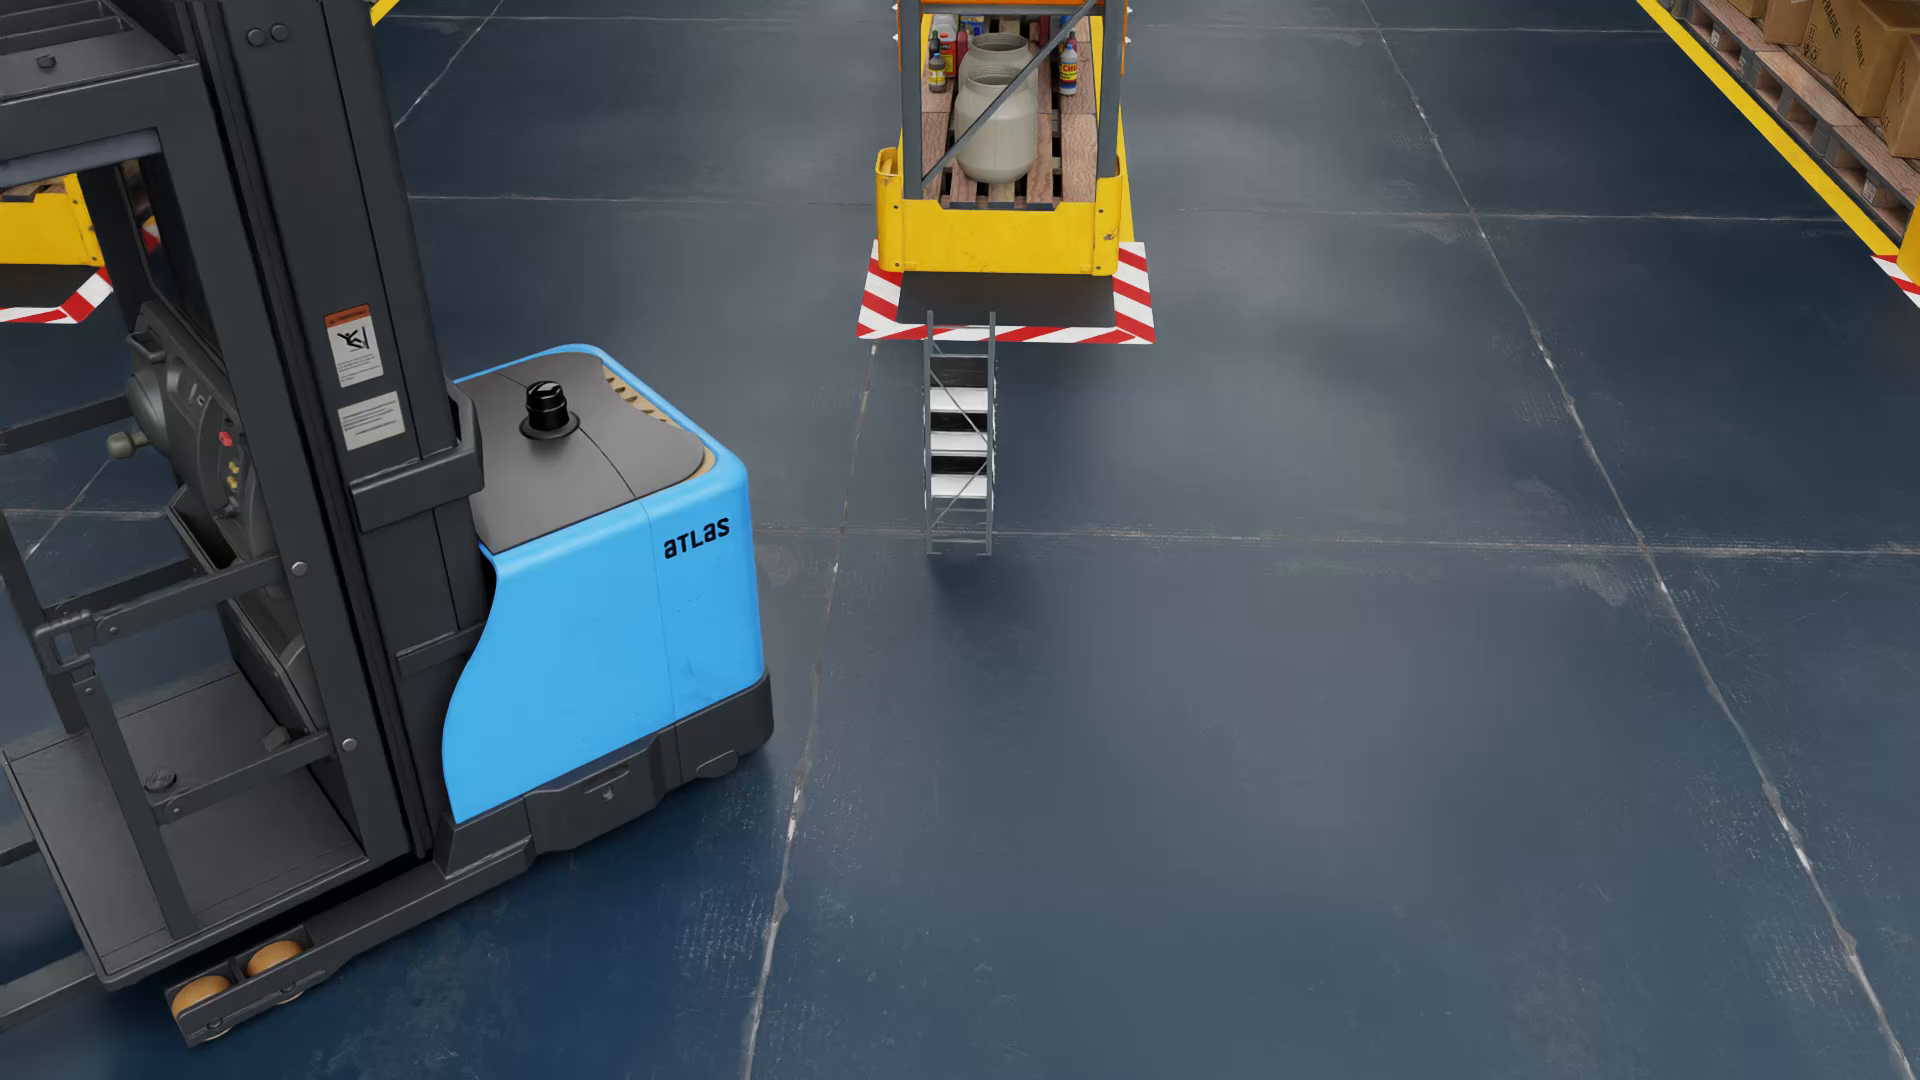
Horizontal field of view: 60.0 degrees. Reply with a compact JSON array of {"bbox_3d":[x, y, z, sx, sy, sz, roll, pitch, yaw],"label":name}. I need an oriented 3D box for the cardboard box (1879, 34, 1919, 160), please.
[{"bbox_3d":[5.213,-2.314,8.743,0.500,0.500,0.500,10,36,14],"label":"cardboard box"}]

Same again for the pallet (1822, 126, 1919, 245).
[{"bbox_3d":[5.253,-1.831,8.672,1.003,0.211,1.213,1,35,2],"label":"pallet"}]

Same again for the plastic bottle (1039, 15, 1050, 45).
[{"bbox_3d":[0.518,-3.180,10.146,0.061,0.283,0.133,1,35,2],"label":"plastic bottle"}]

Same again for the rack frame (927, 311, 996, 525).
[{"bbox_3d":[0.004,-0.431,6.081,0.240,0.900,0.006,1,35,2],"label":"rack frame"}]

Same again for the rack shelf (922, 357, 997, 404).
[{"bbox_3d":[0.000,-0.566,5.862,0.258,0.077,0.200,1,35,2],"label":"rack shelf"}]

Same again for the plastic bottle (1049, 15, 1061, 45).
[{"bbox_3d":[0.625,-3.175,10.145,0.152,0.276,0.135,2,35,3],"label":"plastic bottle"}]

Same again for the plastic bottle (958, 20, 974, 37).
[{"bbox_3d":[0.037,-3.019,9.988,0.097,0.201,0.097,0,35,0],"label":"plastic bottle"}]

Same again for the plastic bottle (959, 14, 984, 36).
[{"bbox_3d":[0.071,-3.145,10.103,0.152,0.276,0.135,1,35,2],"label":"plastic bottle"}]

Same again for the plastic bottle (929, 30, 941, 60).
[{"bbox_3d":[-0.145,-2.779,9.575,0.061,0.283,0.133,2,35,3],"label":"plastic bottle"}]

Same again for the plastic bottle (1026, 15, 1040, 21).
[{"bbox_3d":[0.499,-3.443,10.526,0.152,0.276,0.135,1,35,2],"label":"plastic bottle"}]

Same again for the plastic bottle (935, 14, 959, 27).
[{"bbox_3d":[-0.078,-3.165,10.065,0.144,0.351,0.185,1,35,2],"label":"plastic bottle"}]

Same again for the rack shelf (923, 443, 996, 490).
[{"bbox_3d":[0.000,-0.272,6.069,0.258,0.077,0.200,1,35,2],"label":"rack shelf"}]

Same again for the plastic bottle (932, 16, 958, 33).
[{"bbox_3d":[-0.088,-2.932,9.799,0.152,0.276,0.135,0,35,1],"label":"plastic bottle"}]

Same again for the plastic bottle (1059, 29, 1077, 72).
[{"bbox_3d":[0.631,-2.872,9.718,0.097,0.271,0.097,0,35,0],"label":"plastic bottle"}]

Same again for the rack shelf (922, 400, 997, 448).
[{"bbox_3d":[0.000,-0.419,5.965,0.258,0.077,0.200,1,35,2],"label":"rack shelf"}]

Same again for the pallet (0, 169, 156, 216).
[{"bbox_3d":[-4.727,-1.993,8.902,1.003,0.211,1.213,1,35,2],"label":"pallet"}]

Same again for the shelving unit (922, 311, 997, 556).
[{"bbox_3d":[0.000,-0.373,5.998,0.258,0.900,0.210,1,35,2],"label":"shelving unit"}]

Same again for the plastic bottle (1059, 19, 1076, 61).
[{"bbox_3d":[0.635,-2.930,9.800,0.097,0.271,0.097,0,35,0],"label":"plastic bottle"}]

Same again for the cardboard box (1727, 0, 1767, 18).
[{"bbox_3d":[5.287,-3.681,10.688,0.500,0.500,0.500,0,35,0],"label":"cardboard box"}]

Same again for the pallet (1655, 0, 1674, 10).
[{"bbox_3d":[5.372,-4.067,11.854,1.003,0.211,1.213,1,35,2],"label":"pallet"}]

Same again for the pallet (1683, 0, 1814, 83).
[{"bbox_3d":[5.351,-3.233,10.667,1.003,0.211,1.213,1,35,2],"label":"pallet"}]

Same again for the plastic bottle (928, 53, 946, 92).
[{"bbox_3d":[-0.131,-2.678,9.502,0.097,0.201,0.097,0,35,0],"label":"plastic bottle"}]

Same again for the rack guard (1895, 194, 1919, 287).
[{"bbox_3d":[5.185,-1.484,7.926,1.175,0.500,0.348,1,35,2],"label":"rack guard"}]

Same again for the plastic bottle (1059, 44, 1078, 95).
[{"bbox_3d":[0.617,-2.675,9.438,0.097,0.271,0.097,0,35,0],"label":"plastic bottle"}]

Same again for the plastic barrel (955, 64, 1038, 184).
[{"bbox_3d":[0.183,-2.111,8.443,0.421,0.512,0.421,0,35,0],"label":"plastic barrel"}]

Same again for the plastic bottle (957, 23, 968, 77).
[{"bbox_3d":[0.013,-2.853,9.681,0.061,0.283,0.133,1,35,2],"label":"plastic bottle"}]

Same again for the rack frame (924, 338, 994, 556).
[{"bbox_3d":[-0.004,-0.314,5.915,0.240,0.900,0.006,1,35,2],"label":"rack frame"}]

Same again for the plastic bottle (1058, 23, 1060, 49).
[{"bbox_3d":[0.647,-3.076,10.069,0.097,0.201,0.097,0,35,0],"label":"plastic bottle"}]

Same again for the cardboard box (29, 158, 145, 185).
[{"bbox_3d":[-4.472,-2.043,8.575,0.500,0.250,0.500,1,35,2],"label":"cardboard box"}]

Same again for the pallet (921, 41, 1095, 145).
[{"bbox_3d":[0.279,-2.647,9.832,1.003,0.211,1.213,1,35,2],"label":"pallet"}]

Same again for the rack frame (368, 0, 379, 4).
[{"bbox_3d":[-4.556,-4.992,10.744,1.000,3.000,0.127,1,35,2],"label":"rack frame"}]

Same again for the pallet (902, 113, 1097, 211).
[{"bbox_3d":[0.227,-1.948,8.838,1.003,0.211,1.213,1,35,2],"label":"pallet"}]

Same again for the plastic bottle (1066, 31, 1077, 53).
[{"bbox_3d":[0.644,-2.810,9.619,0.061,0.283,0.133,2,35,3],"label":"plastic bottle"}]

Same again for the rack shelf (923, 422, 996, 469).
[{"bbox_3d":[0.000,-0.346,6.017,0.258,0.077,0.200,1,35,2],"label":"rack shelf"}]

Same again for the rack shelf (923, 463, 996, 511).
[{"bbox_3d":[0.000,-0.198,6.121,0.258,0.077,0.200,1,35,2],"label":"rack shelf"}]

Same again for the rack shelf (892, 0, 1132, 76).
[{"bbox_3d":[0.313,-3.432,9.150,1.077,0.370,4.000,1,35,2],"label":"rack shelf"}]

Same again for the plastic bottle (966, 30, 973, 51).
[{"bbox_3d":[0.037,-2.909,9.832,0.097,0.201,0.097,0,35,0],"label":"plastic bottle"}]

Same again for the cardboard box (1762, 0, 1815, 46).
[{"bbox_3d":[5.271,-3.352,10.219,0.500,0.500,0.500,12,37,17],"label":"cardboard box"}]

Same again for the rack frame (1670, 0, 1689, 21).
[{"bbox_3d":[5.343,-4.761,10.415,1.000,3.000,0.127,1,35,2],"label":"rack frame"}]

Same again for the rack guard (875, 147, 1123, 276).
[{"bbox_3d":[0.189,-1.599,8.091,1.175,0.500,0.348,1,35,2],"label":"rack guard"}]

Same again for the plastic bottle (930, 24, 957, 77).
[{"bbox_3d":[-0.094,-2.852,9.686,0.152,0.276,0.135,2,35,2],"label":"plastic bottle"}]

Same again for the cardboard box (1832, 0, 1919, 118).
[{"bbox_3d":[5.258,-2.674,9.254,0.500,0.500,0.500,4,35,6],"label":"cardboard box"}]

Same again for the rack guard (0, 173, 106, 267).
[{"bbox_3d":[-4.717,-1.657,8.173,1.175,0.500,0.348,1,35,2],"label":"rack guard"}]

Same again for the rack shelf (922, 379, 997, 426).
[{"bbox_3d":[0.000,-0.493,5.914,0.258,0.077,0.200,1,35,2],"label":"rack shelf"}]

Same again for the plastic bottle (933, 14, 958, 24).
[{"bbox_3d":[-0.086,-3.058,9.913,0.144,0.351,0.185,3,35,4],"label":"plastic bottle"}]

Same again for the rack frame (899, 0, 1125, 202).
[{"bbox_3d":[0.233,-2.577,7.308,1.000,3.000,0.127,1,35,2],"label":"rack frame"}]

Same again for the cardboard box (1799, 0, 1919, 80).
[{"bbox_3d":[5.325,-2.993,9.709,0.500,0.500,0.500,-2,35,-2],"label":"cardboard box"}]

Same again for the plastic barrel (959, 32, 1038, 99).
[{"bbox_3d":[0.203,-2.399,8.853,0.421,0.512,0.421,0,35,0],"label":"plastic barrel"}]

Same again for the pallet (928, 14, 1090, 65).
[{"bbox_3d":[0.325,-3.349,10.832,1.003,0.211,1.213,1,35,2],"label":"pallet"}]

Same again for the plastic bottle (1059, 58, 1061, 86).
[{"bbox_3d":[0.621,-2.706,9.543,0.097,0.201,0.097,0,35,0],"label":"plastic bottle"}]

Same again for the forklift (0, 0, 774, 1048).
[{"bbox_3d":[-2.062,-0.229,4.027,3.031,2.935,1.130,-24,42,-30],"label":"forklift"}]

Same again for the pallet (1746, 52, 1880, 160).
[{"bbox_3d":[5.305,-2.531,9.667,1.003,0.211,1.213,1,35,2],"label":"pallet"}]

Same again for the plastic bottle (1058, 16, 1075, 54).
[{"bbox_3d":[0.643,-3.046,9.966,0.097,0.271,0.097,0,35,0],"label":"plastic bottle"}]
